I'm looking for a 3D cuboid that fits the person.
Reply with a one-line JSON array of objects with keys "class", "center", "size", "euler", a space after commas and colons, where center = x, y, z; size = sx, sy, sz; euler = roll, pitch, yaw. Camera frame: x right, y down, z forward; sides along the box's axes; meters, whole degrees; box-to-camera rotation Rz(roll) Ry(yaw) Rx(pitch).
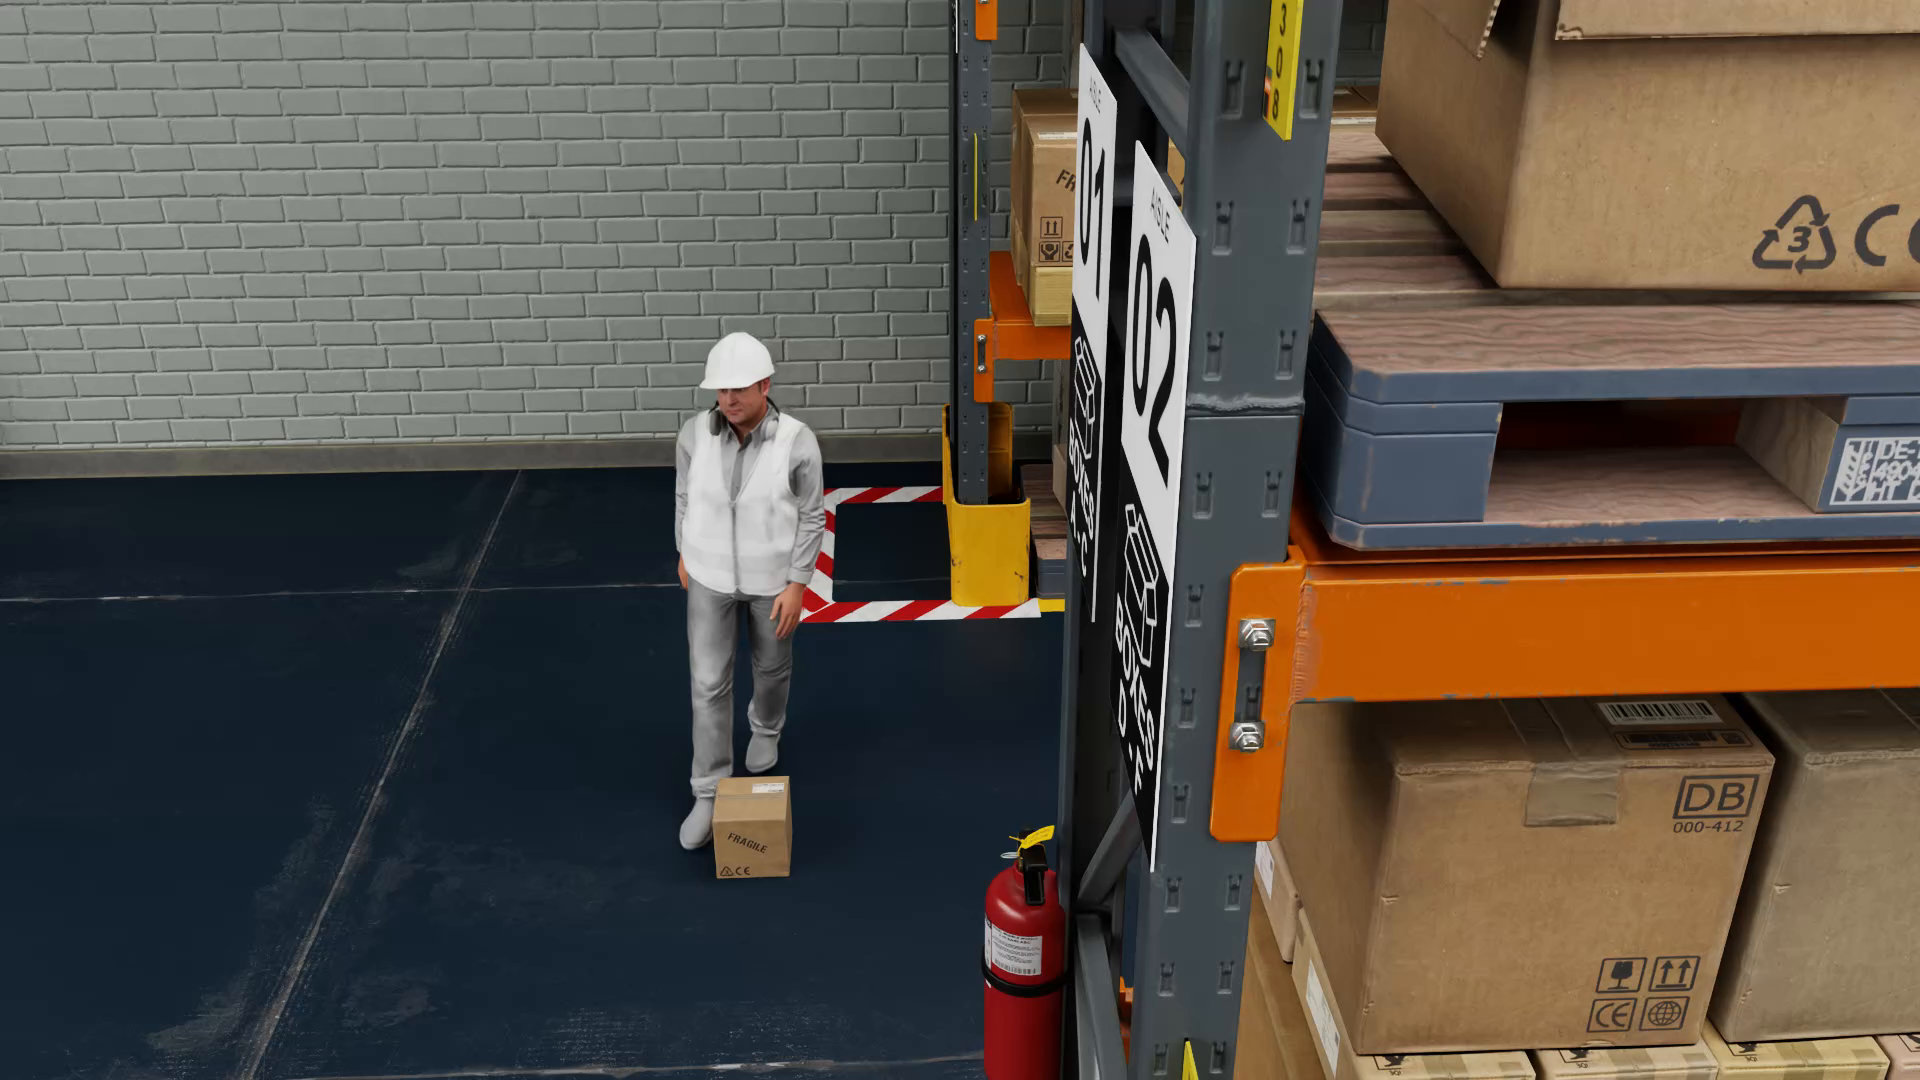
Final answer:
[{"class": "person", "center": [-0.743, 0.150, 5.764], "size": [0.565, 1.753, 0.799], "euler": [1, 27, 2]}]
